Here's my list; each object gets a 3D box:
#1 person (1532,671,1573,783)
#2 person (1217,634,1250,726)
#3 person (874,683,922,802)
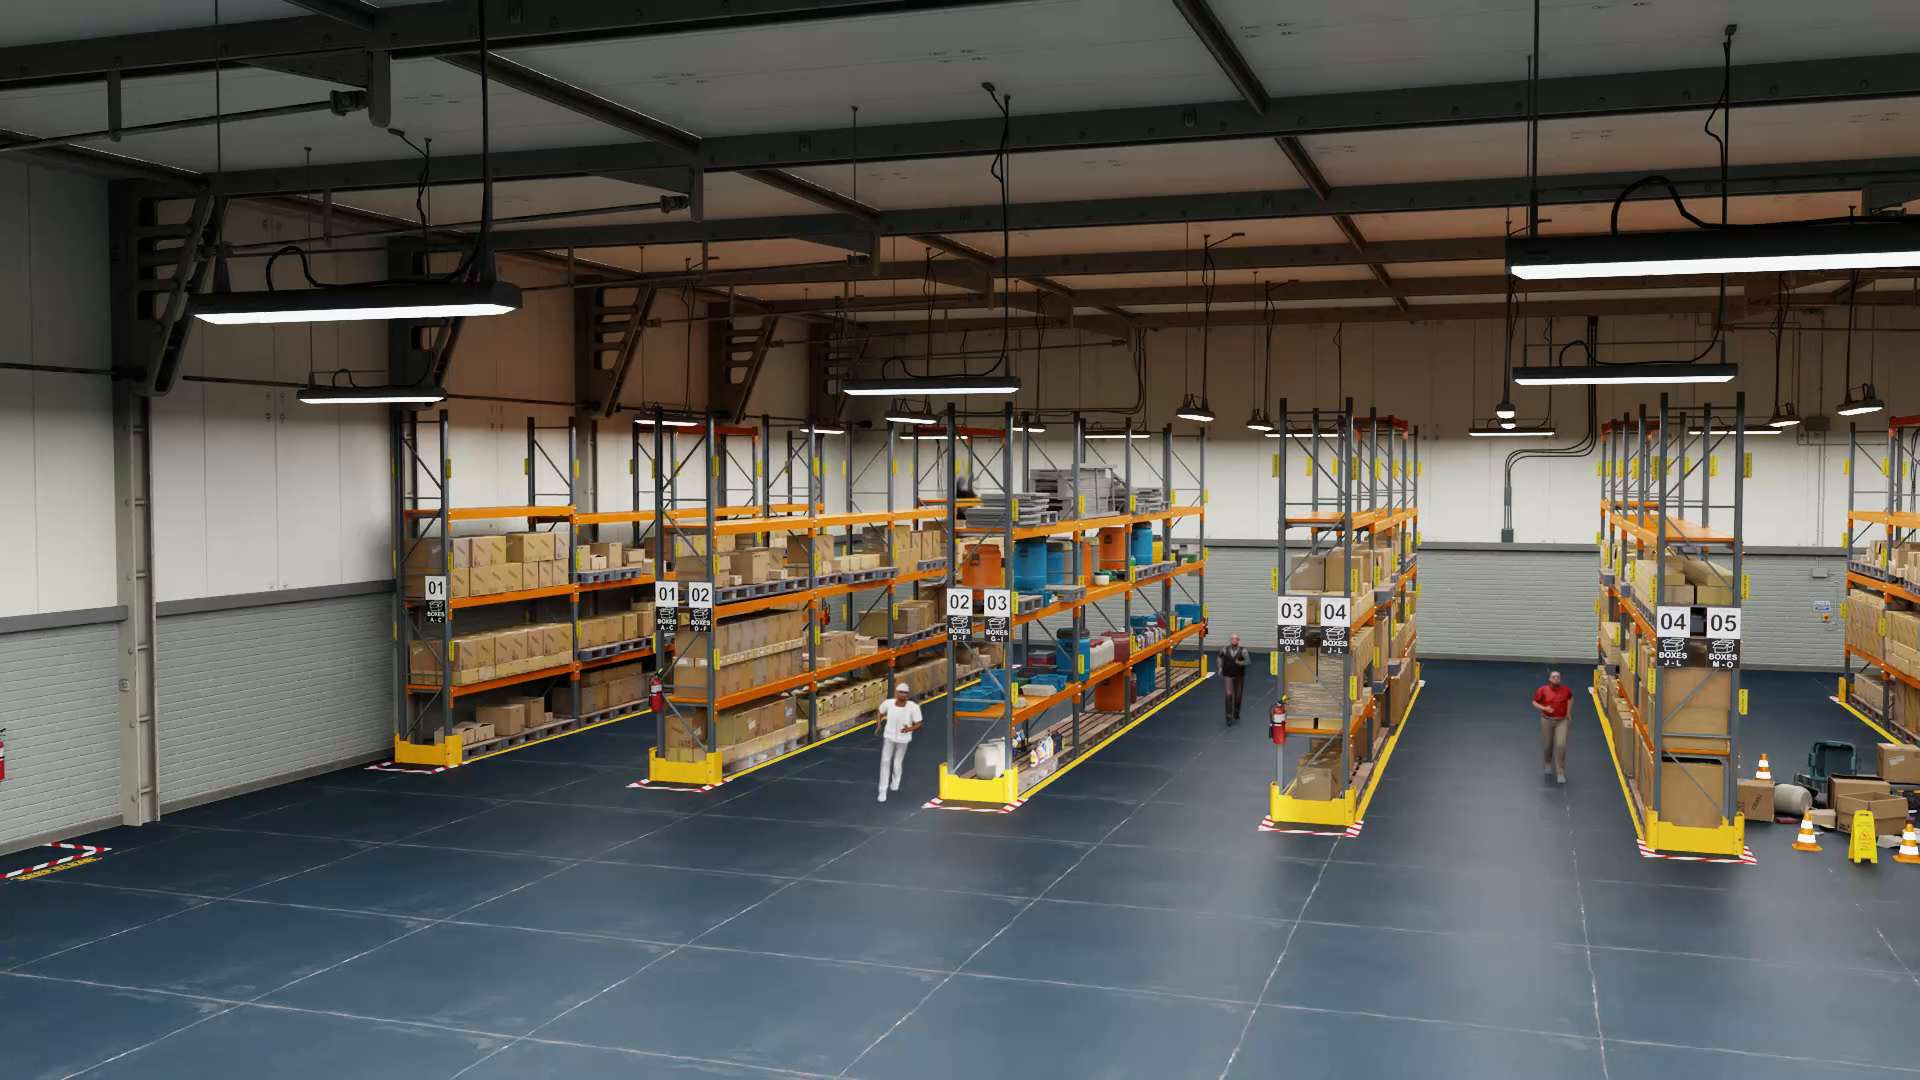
[{"bbox_3d":[9.580,2.993,26.866,0.647,1.775,0.863,1,3,14],"label":"person"},{"bbox_3d":[5.378,2.724,32.667,0.638,1.753,0.877,0,2,7],"label":"person"},{"bbox_3d":[-0.940,3.040,25.321,0.734,1.745,0.948,0,2,5],"label":"person"}]
